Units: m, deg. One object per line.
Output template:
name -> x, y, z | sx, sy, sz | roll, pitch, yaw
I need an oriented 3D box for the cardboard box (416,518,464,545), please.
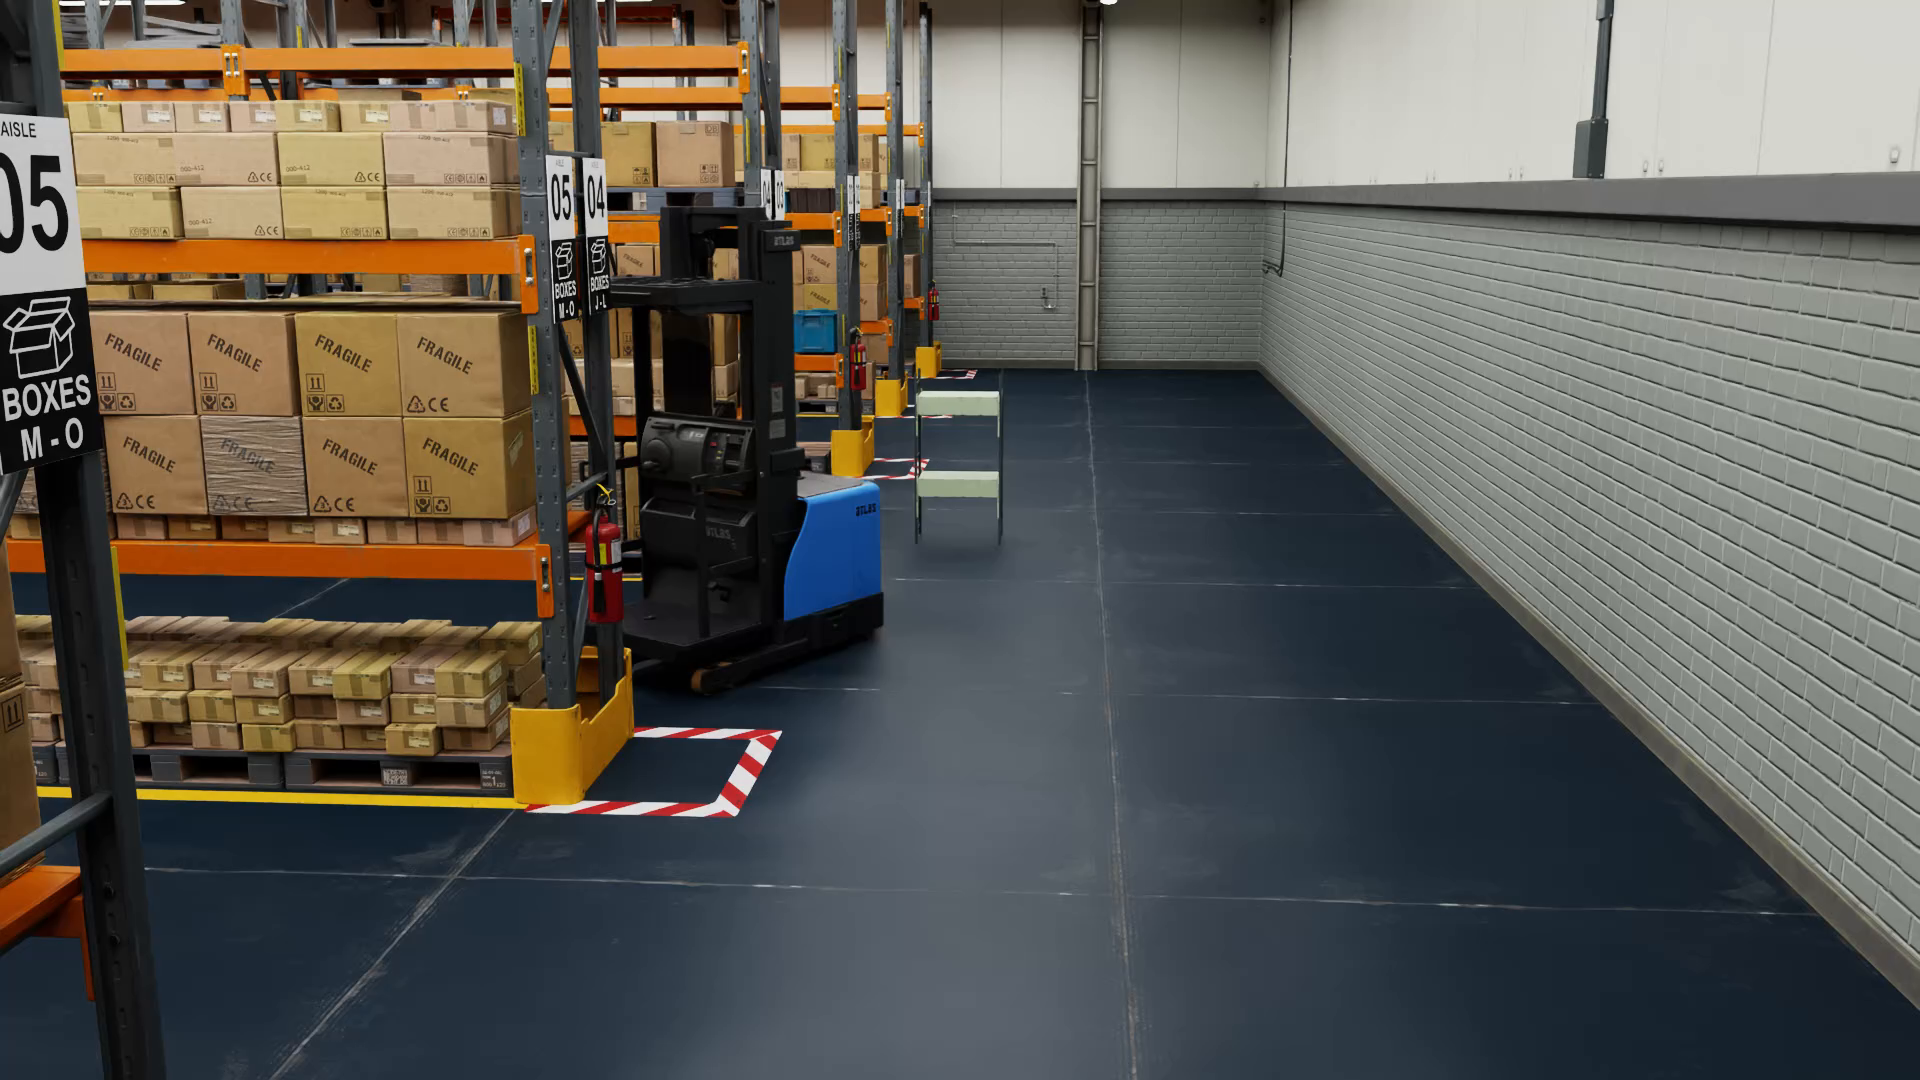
cardboard box -> -2.572, -0.086, 8.469 | 0.250, 0.149, 0.380 | 1, 12, 4

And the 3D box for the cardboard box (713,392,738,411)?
cardboard box -> -1.927, -1.078, 13.210 | 0.250, 0.149, 0.380 | 1, 12, 5

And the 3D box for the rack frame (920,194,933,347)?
rack frame -> -0.557, -4.299, 27.995 | 0.127, 3.000, 1.000 | 1, 12, 4

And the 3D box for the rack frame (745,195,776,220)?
rack frame -> -1.550, -1.263, 13.482 | 0.127, 3.000, 1.000 | 1, 12, 4

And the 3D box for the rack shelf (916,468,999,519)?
rack shelf -> -0.007, -0.415, 14.682 | 0.720, 0.370, 0.431 | 1, 12, 4

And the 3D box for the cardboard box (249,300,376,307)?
cardboard box -> -3.434, -1.013, 8.873 | 0.500, 0.500, 0.500 | 1, 12, 2

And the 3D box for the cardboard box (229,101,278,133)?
cardboard box -> -3.349, -2.055, 8.111 | 0.250, 0.149, 0.380 | 1, 12, 2

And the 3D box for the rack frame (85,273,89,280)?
rack frame -> -12.858, -3.451, 23.942 | 0.127, 3.000, 1.000 | 1, 12, 4

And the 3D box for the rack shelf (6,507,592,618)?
rack shelf -> -3.978, 0.073, 8.849 | 4.000, 0.370, 1.077 | 1, 12, 4

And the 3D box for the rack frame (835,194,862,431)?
rack frame -> -1.219, -2.275, 18.319 | 0.127, 3.000, 1.000 | 1, 12, 4

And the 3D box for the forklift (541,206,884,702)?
forklift -> -1.806, -0.592, 10.440 | 1.130, 2.935, 3.031 | 9, 15, 35

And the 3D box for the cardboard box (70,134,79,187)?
cardboard box -> -4.511, -1.873, 8.214 | 0.500, 0.250, 0.500 | 1, 12, 5

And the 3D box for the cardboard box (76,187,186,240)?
cardboard box -> -3.989, -1.617, 8.212 | 0.500, 0.250, 0.500 | 1, 12, 6

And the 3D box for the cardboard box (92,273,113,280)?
cardboard box -> -14.542, -4.732, 28.549 | 0.500, 0.500, 0.500 | 1, 12, 6

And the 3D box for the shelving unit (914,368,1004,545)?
shelving unit -> -0.007, -0.734, 14.615 | 0.755, 1.500, 0.431 | 1, 12, 4

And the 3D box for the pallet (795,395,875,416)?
pallet -> -1.756, -1.934, 23.498 | 1.213, 0.211, 1.003 | 1, 12, 4

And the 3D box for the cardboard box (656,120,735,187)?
cardboard box -> -2.073, -3.031, 13.093 | 0.500, 0.500, 0.700 | 0, 12, 0

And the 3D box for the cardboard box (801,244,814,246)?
cardboard box -> -2.331, -3.899, 23.395 | 0.500, 0.500, 0.500 | 1, 12, 5

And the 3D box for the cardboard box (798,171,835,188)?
cardboard box -> -1.913, -4.888, 22.631 | 0.500, 0.250, 0.500 | 1, 12, 4

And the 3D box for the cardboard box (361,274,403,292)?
cardboard box -> -8.231, -3.666, 23.696 | 0.500, 0.500, 0.700 | -3, 12, -15

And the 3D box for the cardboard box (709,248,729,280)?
cardboard box -> -3.396, -3.802, 22.933 | 0.500, 0.500, 0.500 | 0, 12, 2

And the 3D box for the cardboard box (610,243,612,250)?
cardboard box -> -6.050, -4.895, 27.994 | 0.500, 0.250, 0.500 | 1, 12, 5

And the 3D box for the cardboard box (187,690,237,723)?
cardboard box -> -3.819, 0.825, 8.707 | 0.250, 0.149, 0.380 | 1, 12, 7

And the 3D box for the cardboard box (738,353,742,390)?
cardboard box -> -2.011, -1.397, 13.762 | 0.500, 0.250, 0.500 | 0, 12, 2

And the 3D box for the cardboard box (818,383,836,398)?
cardboard box -> -1.841, -2.097, 23.311 | 0.250, 0.166, 0.380 | 1, 12, 4

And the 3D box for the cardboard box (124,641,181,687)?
cardboard box -> -4.329, 0.655, 8.797 | 0.250, 0.149, 0.380 | 0, 12, 1

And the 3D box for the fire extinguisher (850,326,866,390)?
fire extinguisher -> -1.099, -1.960, 17.912 | 0.183, 0.674, 0.296 | 1, 12, 4

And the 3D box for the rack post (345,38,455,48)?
rack post -> -6.049, -5.247, 18.060 | 0.954, 0.300, 0.937 | 1, 12, 3

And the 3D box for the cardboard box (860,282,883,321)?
cardboard box -> -1.349, -3.287, 22.910 | 0.500, 0.500, 0.500 | 1, 12, 5

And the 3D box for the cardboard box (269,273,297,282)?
cardboard box -> -11.468, -4.705, 28.614 | 0.500, 0.500, 0.700 | 2, 12, 10

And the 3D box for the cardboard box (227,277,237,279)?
cardboard box -> -12.985, -4.450, 29.033 | 0.500, 0.250, 0.500 | 1, 12, 4

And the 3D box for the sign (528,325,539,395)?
sign -> -2.039, -0.860, 7.953 | 0.005, 0.325, 0.100 | 1, 12, 4

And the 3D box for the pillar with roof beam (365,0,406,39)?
pillar with roof beam -> -10.066, -6.660, 24.629 | 0.548, 9.000, 9.100 | 1, 12, 4

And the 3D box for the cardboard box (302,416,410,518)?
cardboard box -> -2.961, -0.408, 8.421 | 0.500, 0.500, 0.500 | 1, 12, 3

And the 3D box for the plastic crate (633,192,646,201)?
plastic crate -> -3.410, -3.779, 18.471 | 0.530, 0.282, 0.437 | 1, 12, 4

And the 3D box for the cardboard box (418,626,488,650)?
cardboard box -> -2.766, 0.591, 9.099 | 0.250, 0.149, 0.380 | 1, 12, 5

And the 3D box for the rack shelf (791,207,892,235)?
rack shelf -> -2.880, -4.431, 23.054 | 4.000, 0.370, 1.077 | 1, 12, 4

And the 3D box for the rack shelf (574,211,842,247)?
rack shelf -> -3.215, -3.419, 18.217 | 4.000, 0.370, 1.077 | 1, 12, 4

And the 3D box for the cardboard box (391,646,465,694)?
cardboard box -> -2.774, 0.676, 8.692 | 0.250, 0.149, 0.380 | 1, 12, 5

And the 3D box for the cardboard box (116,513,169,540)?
cardboard box -> -4.125, -0.110, 8.583 | 0.250, 0.149, 0.380 | 1, 12, 6

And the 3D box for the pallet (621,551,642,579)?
pallet -> -2.353, 0.107, 13.744 | 1.213, 0.211, 1.003 | 1, 12, 4

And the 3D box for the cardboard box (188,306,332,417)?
cardboard box -> -3.481, -0.903, 8.347 | 0.500, 0.500, 0.500 | 1, 12, 7

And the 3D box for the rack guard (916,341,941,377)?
rack guard -> -0.533, -3.075, 28.249 | 0.348, 0.500, 1.175 | 1, 12, 4

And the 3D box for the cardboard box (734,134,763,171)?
cardboard box -> -2.890, -5.332, 22.922 | 0.500, 0.500, 0.700 | 1, 12, 4

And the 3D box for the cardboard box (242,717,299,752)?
cardboard box -> -3.549, 0.978, 8.703 | 0.250, 0.149, 0.380 | 0, 12, 1

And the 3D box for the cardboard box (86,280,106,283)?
cardboard box -> -7.484, -1.882, 13.746 | 0.637, 0.503, 0.797 | 1, 12, 6

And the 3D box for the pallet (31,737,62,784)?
pallet -> -5.301, 1.061, 9.182 | 1.213, 0.211, 1.003 | 1, 12, 4

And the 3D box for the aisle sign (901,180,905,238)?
aisle sign -> -0.797, -4.619, 23.173 | 0.004, 0.787, 0.394 | 1, 12, 4

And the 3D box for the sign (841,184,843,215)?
sign -> -1.240, -3.580, 17.485 | 0.005, 0.325, 0.100 | 1, 12, 4

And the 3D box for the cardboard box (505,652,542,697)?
cardboard box -> -2.488, 0.733, 9.148 | 0.250, 0.149, 0.380 | 1, 12, 6

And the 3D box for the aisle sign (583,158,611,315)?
aisle sign -> -1.889, -1.584, 8.667 | 0.004, 0.787, 0.394 | 1, 12, 4

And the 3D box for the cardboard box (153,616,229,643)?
cardboard box -> -4.295, 0.547, 9.312 | 0.250, 0.149, 0.380 | 0, 12, 2

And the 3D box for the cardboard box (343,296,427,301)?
cardboard box -> -4.590, -1.690, 13.331 | 0.500, 0.500, 0.500 | 1, 12, 4

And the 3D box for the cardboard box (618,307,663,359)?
cardboard box -> -2.510, -1.771, 13.718 | 0.500, 0.500, 0.500 | 0, 12, 2
